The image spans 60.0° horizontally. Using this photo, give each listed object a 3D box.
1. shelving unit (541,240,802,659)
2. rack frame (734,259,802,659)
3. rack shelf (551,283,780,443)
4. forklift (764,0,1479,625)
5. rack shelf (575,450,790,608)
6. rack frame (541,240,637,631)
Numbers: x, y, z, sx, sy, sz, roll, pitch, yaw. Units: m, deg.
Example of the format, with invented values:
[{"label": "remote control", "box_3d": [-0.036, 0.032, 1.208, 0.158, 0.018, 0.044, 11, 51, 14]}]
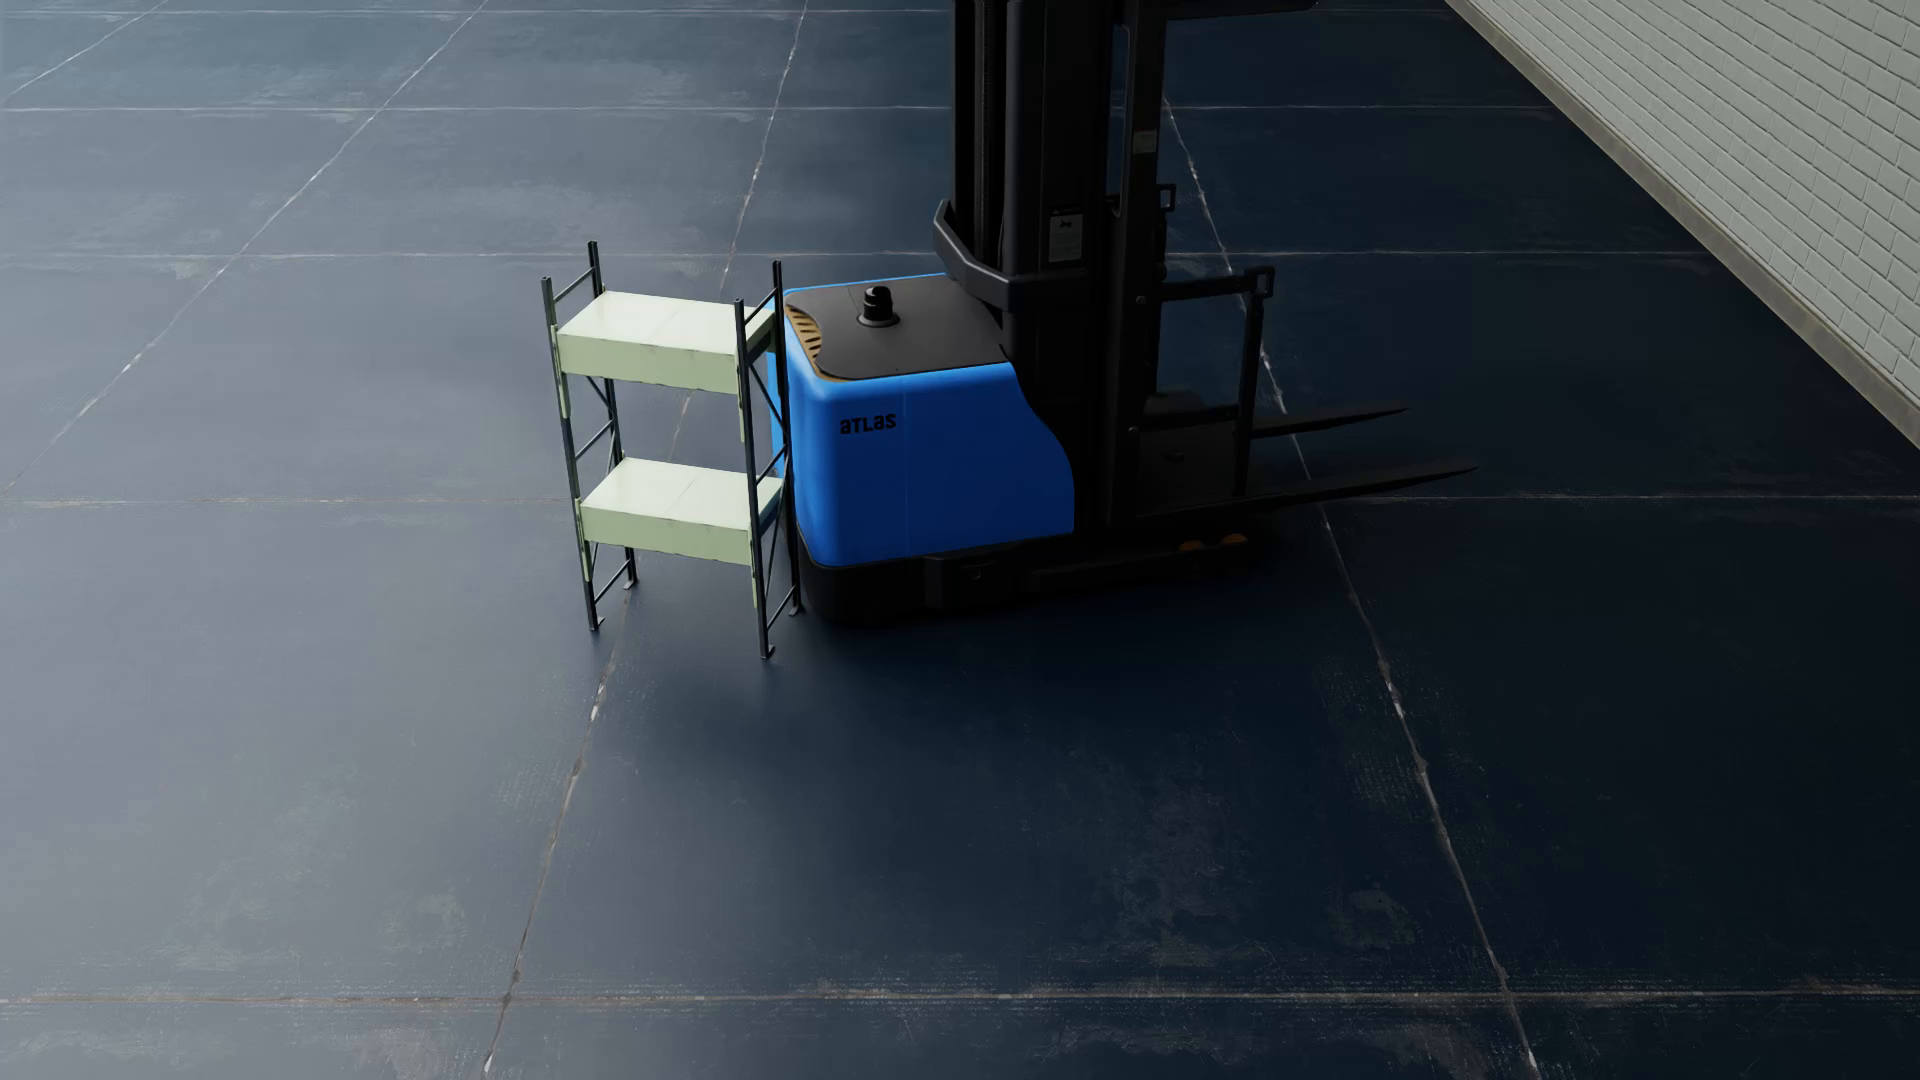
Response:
[{"label": "shelving unit", "box_3d": [-1.066, -0.328, 6.344, 0.755, 1.500, 0.431, 8, 32, 13]}, {"label": "rack frame", "box_3d": [-0.714, -0.277, 6.260, 0.023, 1.500, 0.400, 8, 32, 13]}, {"label": "rack shelf", "box_3d": [-1.066, -0.661, 6.142, 0.720, 0.370, 0.431, 8, 32, 13]}, {"label": "forklift", "box_3d": [0.752, -1.338, 6.630, 3.031, 2.935, 1.130, -8, 32, -14]}, {"label": "rack shelf", "box_3d": [-1.066, -0.049, 6.513, 0.720, 0.370, 0.431, 8, 32, 13]}, {"label": "rack frame", "box_3d": [-1.419, -0.379, 6.428, 0.023, 1.500, 0.400, 8, 32, 13]}]
